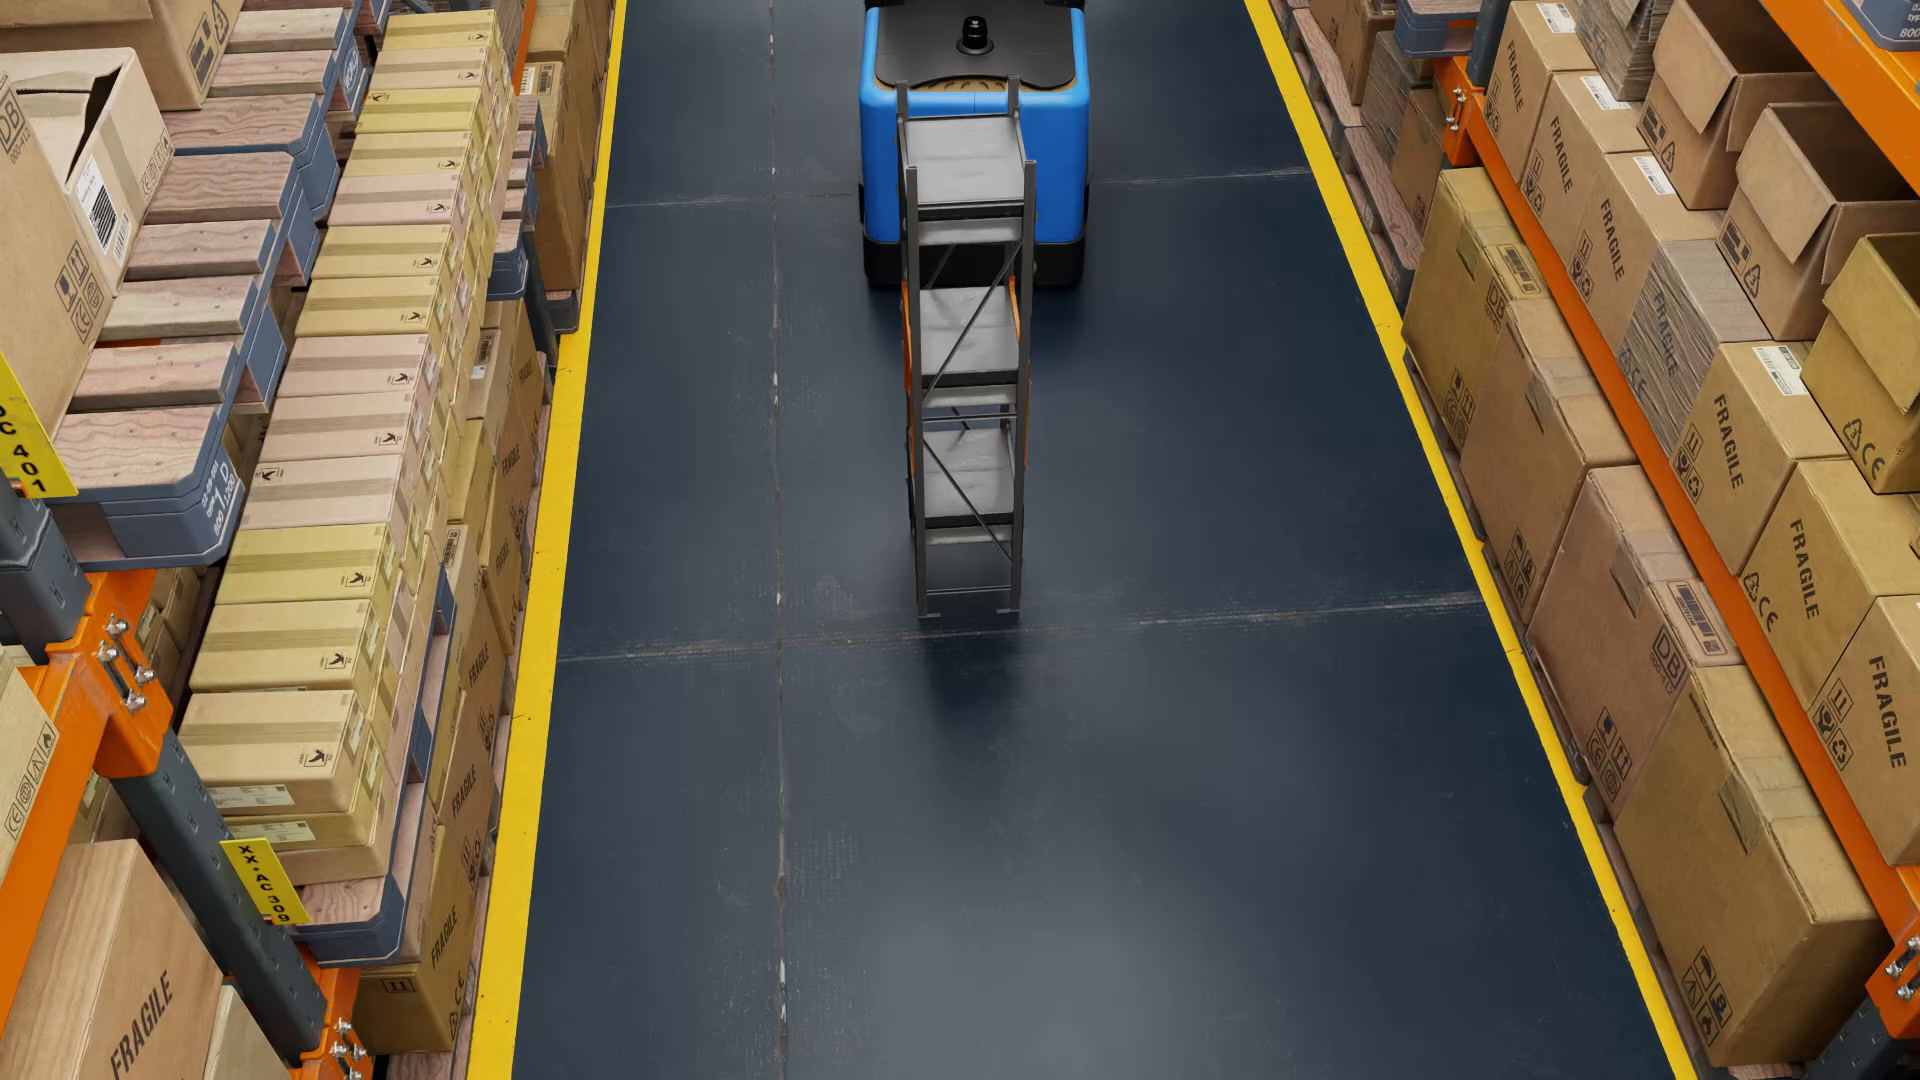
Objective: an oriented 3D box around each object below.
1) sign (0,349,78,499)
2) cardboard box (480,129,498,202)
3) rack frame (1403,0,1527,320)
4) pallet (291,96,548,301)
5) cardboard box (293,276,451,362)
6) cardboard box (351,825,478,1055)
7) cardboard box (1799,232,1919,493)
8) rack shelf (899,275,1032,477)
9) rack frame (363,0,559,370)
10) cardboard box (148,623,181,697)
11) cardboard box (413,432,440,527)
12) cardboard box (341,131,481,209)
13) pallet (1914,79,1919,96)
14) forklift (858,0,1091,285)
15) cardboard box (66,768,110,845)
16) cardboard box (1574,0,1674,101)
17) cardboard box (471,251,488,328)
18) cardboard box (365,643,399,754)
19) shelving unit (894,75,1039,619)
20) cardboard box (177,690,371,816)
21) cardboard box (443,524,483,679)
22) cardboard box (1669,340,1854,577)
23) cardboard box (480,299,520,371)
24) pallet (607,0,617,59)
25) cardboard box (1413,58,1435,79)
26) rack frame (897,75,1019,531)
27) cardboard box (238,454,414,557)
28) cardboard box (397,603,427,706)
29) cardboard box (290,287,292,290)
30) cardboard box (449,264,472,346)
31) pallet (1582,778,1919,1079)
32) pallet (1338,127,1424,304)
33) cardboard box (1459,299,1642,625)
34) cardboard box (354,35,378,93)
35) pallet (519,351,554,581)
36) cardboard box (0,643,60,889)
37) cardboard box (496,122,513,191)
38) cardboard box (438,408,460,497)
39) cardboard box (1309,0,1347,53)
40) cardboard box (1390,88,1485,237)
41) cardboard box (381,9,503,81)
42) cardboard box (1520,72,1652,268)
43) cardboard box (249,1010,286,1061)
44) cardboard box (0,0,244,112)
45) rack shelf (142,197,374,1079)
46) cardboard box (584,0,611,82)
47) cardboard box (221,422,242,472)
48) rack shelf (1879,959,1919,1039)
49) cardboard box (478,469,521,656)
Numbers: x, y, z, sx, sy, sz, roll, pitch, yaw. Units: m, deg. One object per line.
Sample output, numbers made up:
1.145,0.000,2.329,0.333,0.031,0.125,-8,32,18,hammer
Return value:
-1.476,-0.182,2.571,0.100,0.325,0.005,-3,47,-3,sign
-1.808,-1.276,5.708,0.380,0.149,0.250,-2,47,-2,cardboard box
2.600,-2.057,6.769,1.000,3.000,0.127,-3,47,-3,rack frame
-2.186,-1.253,6.140,1.213,0.211,1.003,-3,47,-3,pallet
-1.727,-0.640,4.901,0.380,0.149,0.250,-2,47,-2,cardboard box
-1.814,1.230,5.088,0.500,0.500,0.500,-2,47,-2,cardboard box
2.827,-0.501,4.535,0.797,0.503,0.637,-3,47,-3,cardboard box
0.014,-0.593,6.021,0.431,0.518,0.480,-3,47,-3,rack shelf
-2.351,-1.829,6.552,1.000,3.000,0.127,-3,47,-3,rack frame
-2.288,0.364,4.360,0.380,0.149,0.250,-4,47,-3,cardboard box
-1.684,-0.165,4.656,0.380,0.149,0.250,-2,47,-2,cardboard box
-1.787,-1.200,5.431,0.380,0.149,0.250,-2,47,-2,cardboard box
2.809,-0.789,3.633,0.805,0.209,1.217,-5,47,-5,pallet
0.074,-3.277,7.971,1.130,2.935,3.031,0,47,0,forklift
-2.247,0.629,3.903,0.380,0.149,0.250,-2,47,-2,cardboard box
2.645,-1.906,5.866,0.797,0.503,0.637,-2,47,-2,cardboard box
-1.770,-0.817,5.478,0.380,0.149,0.250,-5,47,-5,cardboard box
-1.615,0.405,4.116,0.380,0.149,0.250,-4,47,-4,cardboard box
0.014,-0.602,6.011,0.431,2.100,0.503,-3,47,-3,shelving unit
-1.591,0.490,3.831,0.380,0.149,0.250,-1,47,-1,cardboard box
-1.900,0.218,5.530,0.500,0.250,0.500,-2,47,-2,cardboard box
2.538,-0.255,4.993,0.500,0.500,0.500,-4,47,-4,cardboard box
-2.033,-0.892,6.582,0.500,0.250,0.500,-4,47,-4,cardboard box
-2.547,-3.210,9.781,1.003,0.211,1.213,-3,47,-3,pallet
2.459,-2.473,8.064,0.500,0.250,0.500,1,47,1,cardboard box
-0.007,-0.779,6.178,0.400,2.100,0.015,-3,47,-3,rack frame
-1.658,-0.078,4.368,0.380,0.149,0.250,-4,47,-4,cardboard box
-1.637,0.313,4.408,0.380,0.149,0.250,-3,47,-3,cardboard box
-2.446,-0.966,5.619,0.380,0.149,0.250,-2,47,-1,cardboard box
-1.746,-0.726,5.187,0.380,0.149,0.250,-2,47,-2,cardboard box
2.795,1.242,5.565,1.003,0.211,1.213,-3,47,-3,pallet
2.536,-1.663,8.317,1.003,0.211,1.213,-3,47,-3,pallet
2.704,-0.325,6.302,1.225,0.875,0.875,-3,47,-3,cardboard box
-2.657,-2.172,6.809,0.500,0.500,0.500,-3,47,-3,cardboard box
-2.287,-0.304,7.029,1.003,0.211,1.213,-3,47,-3,pallet
-1.706,0.424,2.456,0.500,0.250,0.500,-2,47,-2,cardboard box
-1.833,-1.378,6.009,0.380,0.149,0.250,-4,47,-3,cardboard box
-1.706,-0.250,4.941,0.380,0.149,0.250,-4,47,-4,cardboard box
2.363,-3.046,9.124,0.700,0.500,0.500,-7,47,-7,cardboard box
2.524,-1.832,7.974,0.700,0.500,0.500,-6,47,-5,cardboard box
-1.853,-1.764,5.966,0.380,0.149,0.250,-5,47,-5,cardboard box
2.415,-1.350,6.030,0.500,0.500,0.500,-5,47,-4,cardboard box
-2.330,1.260,5.059,0.500,0.500,0.500,-4,47,-4,cardboard box
-2.015,-1.271,3.598,0.797,0.503,0.637,-4,47,-4,cardboard box
-2.184,-0.134,5.443,1.077,0.370,4.000,-3,47,-3,rack shelf
-2.468,-2.952,8.876,1.050,0.750,0.750,-3,47,-3,cardboard box
-2.359,-0.210,4.903,0.380,0.149,0.250,-2,47,-2,cardboard box
3.102,2.532,2.918,1.077,0.370,4.000,-3,47,-3,rack shelf
-1.936,0.104,6.154,0.500,0.500,0.500,-5,47,-5,cardboard box
